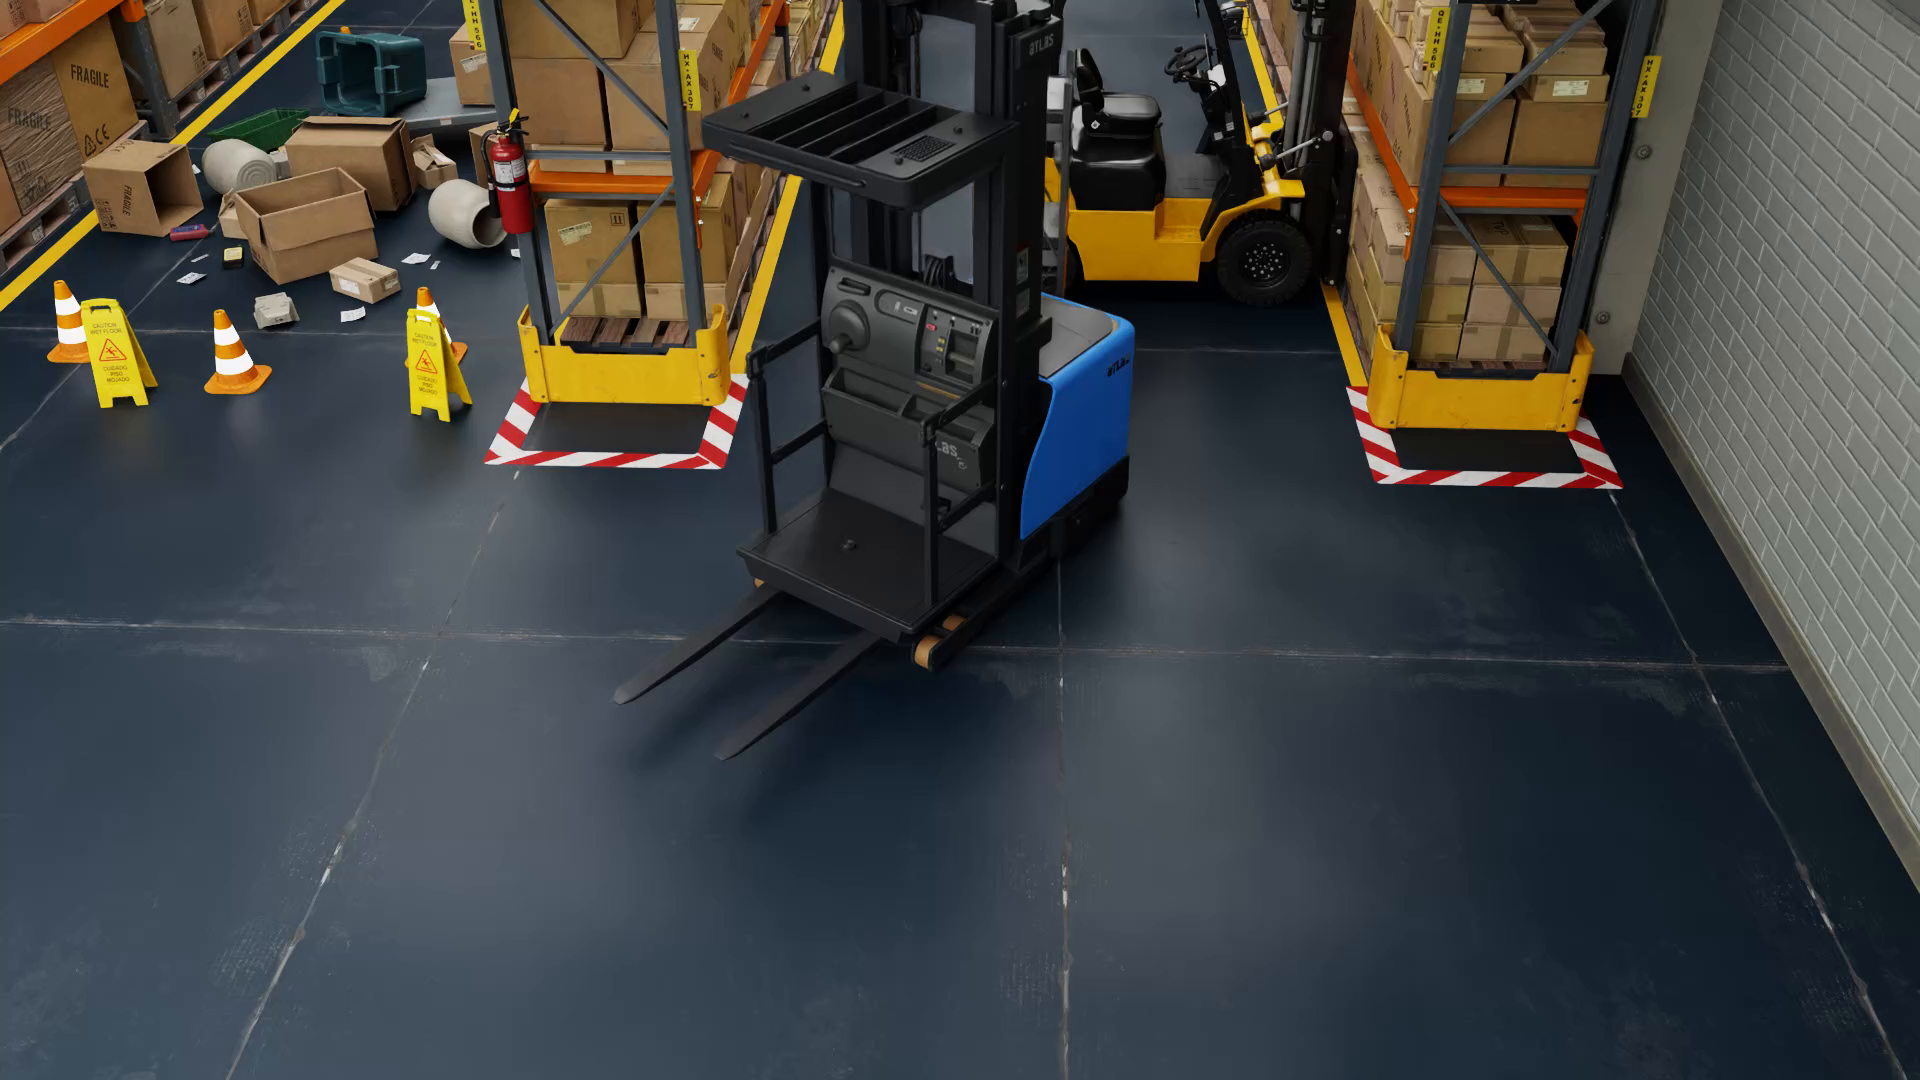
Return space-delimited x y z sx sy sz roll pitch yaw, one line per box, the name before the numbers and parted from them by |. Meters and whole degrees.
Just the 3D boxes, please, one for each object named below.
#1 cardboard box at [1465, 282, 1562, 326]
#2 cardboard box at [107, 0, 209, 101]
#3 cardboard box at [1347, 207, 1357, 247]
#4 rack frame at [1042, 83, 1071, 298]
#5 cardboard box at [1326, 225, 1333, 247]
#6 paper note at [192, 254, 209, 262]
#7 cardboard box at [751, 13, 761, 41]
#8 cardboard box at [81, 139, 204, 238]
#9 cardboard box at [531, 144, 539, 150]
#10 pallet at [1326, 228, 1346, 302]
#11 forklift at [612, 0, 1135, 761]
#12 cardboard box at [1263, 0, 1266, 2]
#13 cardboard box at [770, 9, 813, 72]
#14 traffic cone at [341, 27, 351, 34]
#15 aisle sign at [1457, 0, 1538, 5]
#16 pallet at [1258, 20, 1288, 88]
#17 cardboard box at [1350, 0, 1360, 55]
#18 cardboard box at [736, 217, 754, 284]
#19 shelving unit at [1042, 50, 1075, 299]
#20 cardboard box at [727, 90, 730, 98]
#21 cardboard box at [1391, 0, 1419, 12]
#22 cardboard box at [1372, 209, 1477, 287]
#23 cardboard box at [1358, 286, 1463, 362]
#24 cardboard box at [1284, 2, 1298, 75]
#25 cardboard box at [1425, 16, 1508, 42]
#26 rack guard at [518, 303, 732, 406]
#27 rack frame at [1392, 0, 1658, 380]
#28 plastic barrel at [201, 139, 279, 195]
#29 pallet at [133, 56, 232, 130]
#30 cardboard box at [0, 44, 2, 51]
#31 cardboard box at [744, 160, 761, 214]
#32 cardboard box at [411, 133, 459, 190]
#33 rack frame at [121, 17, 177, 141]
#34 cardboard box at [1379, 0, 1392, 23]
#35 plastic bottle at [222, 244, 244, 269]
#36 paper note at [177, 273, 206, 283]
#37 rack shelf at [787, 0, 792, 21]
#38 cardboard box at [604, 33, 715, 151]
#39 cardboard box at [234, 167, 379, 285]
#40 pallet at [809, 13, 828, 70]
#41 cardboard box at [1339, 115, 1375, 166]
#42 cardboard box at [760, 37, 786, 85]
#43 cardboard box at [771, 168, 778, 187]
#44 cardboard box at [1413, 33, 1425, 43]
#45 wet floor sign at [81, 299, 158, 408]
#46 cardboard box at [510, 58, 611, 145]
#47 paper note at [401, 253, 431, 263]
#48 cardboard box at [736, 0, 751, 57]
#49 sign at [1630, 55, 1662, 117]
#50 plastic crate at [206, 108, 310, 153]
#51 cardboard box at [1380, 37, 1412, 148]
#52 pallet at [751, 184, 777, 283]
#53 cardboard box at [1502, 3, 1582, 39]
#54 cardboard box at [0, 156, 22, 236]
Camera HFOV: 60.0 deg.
cardboard box | 3.213 -1.491 9.800 0.500 0.250 0.500 2 35 3
cardboard box | -6.828 -4.051 13.443 1.050 0.750 0.750 1 35 2
cardboard box | 2.724 -2.098 10.663 0.500 0.250 0.500 1 35 1
rack frame | 0.354 -1.424 8.895 0.400 2.100 0.015 3 35 4
cardboard box | 2.747 -2.170 11.201 0.500 0.250 0.500 2 35 3
paper note | -5.231 -1.940 11.448 0.032 0.001 0.123 20 40 26
cardboard box | -1.559 -3.507 11.295 0.380 0.149 0.250 1 35 1
cardboard box | -5.800 -2.504 11.822 0.500 0.500 0.500 7 36 10
cardboard box | -2.273 -2.352 9.652 0.380 0.149 0.250 1 35 1
pallet | 3.027 -1.973 11.319 1.003 0.211 1.213 1 35 2
forklift | -0.372 -0.906 7.436 1.130 2.935 3.031 23 41 29
cardboard box | 3.269 -5.413 15.489 0.875 0.625 0.625 2 35 3
cardboard box | -1.769 -4.196 13.978 0.950 0.372 0.625 3 35 5
traffic cone | -5.200 -4.139 14.183 0.336 0.463 0.334 1 35 2
aisle sign | 2.690 -3.007 8.105 0.394 0.787 0.004 1 35 2
pallet | 3.184 -4.259 14.572 1.003 0.211 1.213 1 35 2
cardboard box | 2.845 -3.474 10.943 0.500 0.500 0.500 1 35 1
cardboard box | -1.637 -1.884 10.794 0.500 0.250 0.500 3 35 4
shelving unit | 0.374 -1.563 9.094 0.431 2.100 0.503 3 35 4
cardboard box | -1.632 -2.765 10.239 0.380 0.149 0.250 2 35 3
cardboard box | 2.736 -3.200 9.730 0.380 0.149 0.250 2 35 3
cardboard box | 2.693 -1.702 9.665 0.500 0.250 0.500 2 35 3
cardboard box | 2.690 -1.299 9.961 0.500 0.250 0.500 2 35 2
cardboard box | 3.196 -4.218 13.789 0.875 0.625 0.625 1 35 1
cardboard box | 2.769 -2.755 9.098 0.380 0.149 0.250 1 35 2
rack guard | -1.970 -1.108 9.837 1.175 0.500 0.348 1 35 2
rack frame | 2.986 -1.974 8.896 1.000 3.000 0.127 1 35 2
plastic barrel | -5.276 -2.700 12.169 0.512 0.421 0.421 28 44 33
pallet | -6.807 -3.745 13.842 1.003 0.211 1.213 1 35 2
cardboard box | -6.826 -3.360 10.737 0.875 0.550 0.500 1 35 2
cardboard box | -1.619 -2.500 11.018 0.500 0.500 0.500 2 35 3
cardboard box | -3.990 -2.848 12.517 0.258 0.266 0.396 -24 42 -30
rack frame | -6.763 -4.441 12.406 1.000 3.000 0.127 1 35 2
cardboard box | 2.747 -3.224 10.023 0.380 0.149 0.250 2 35 2
plastic bottle | -4.990 -1.952 11.420 0.133 0.061 0.283 -10 36 -14
paper note | -5.166 -1.765 11.183 0.144 0.017 0.142 13 37 18
rack shelf | -1.732 -5.240 14.168 1.077 0.370 4.000 1 35 2
cardboard box | -1.677 -2.515 9.320 0.500 0.500 0.500 1 35 1
cardboard box | -4.433 -2.133 11.293 0.797 0.503 0.637 -24 42 -30
pallet | -1.737 -4.394 14.765 1.003 0.211 1.213 1 35 2
cardboard box | 2.746 -2.577 10.910 0.500 0.250 0.500 1 35 1
cardboard box | -1.568 -3.393 12.288 0.500 0.500 0.500 1 35 1
cardboard box | -1.579 -2.780 12.068 0.500 0.250 0.500 0 35 1
cardboard box | 2.773 -2.782 9.394 0.380 0.149 0.250 2 35 3
wet floor sign | -4.946 -1.118 9.725 0.267 0.644 0.232 -4 35 -6
cardboard box | -2.227 -2.568 9.395 0.500 0.500 0.500 1 35 1
paper note | -3.740 -1.941 11.441 0.148 0.019 0.142 13 37 18
cardboard box | -1.628 -3.398 10.576 0.500 0.500 0.500 1 35 1
sign | 3.541 -2.345 8.602 0.100 0.325 0.005 1 35 2
plastic crate | -5.461 -3.184 13.013 0.450 0.188 0.662 11 35 32
cardboard box | 2.774 -2.602 9.702 0.500 0.500 0.500 2 35 3
pallet | -1.851 -2.155 11.578 1.003 0.211 1.213 1 35 2
cardboard box | 3.254 -2.892 9.292 0.380 0.149 0.250 2 35 3
cardboard box | -6.929 -2.342 10.903 0.875 0.875 0.875 1 35 1
